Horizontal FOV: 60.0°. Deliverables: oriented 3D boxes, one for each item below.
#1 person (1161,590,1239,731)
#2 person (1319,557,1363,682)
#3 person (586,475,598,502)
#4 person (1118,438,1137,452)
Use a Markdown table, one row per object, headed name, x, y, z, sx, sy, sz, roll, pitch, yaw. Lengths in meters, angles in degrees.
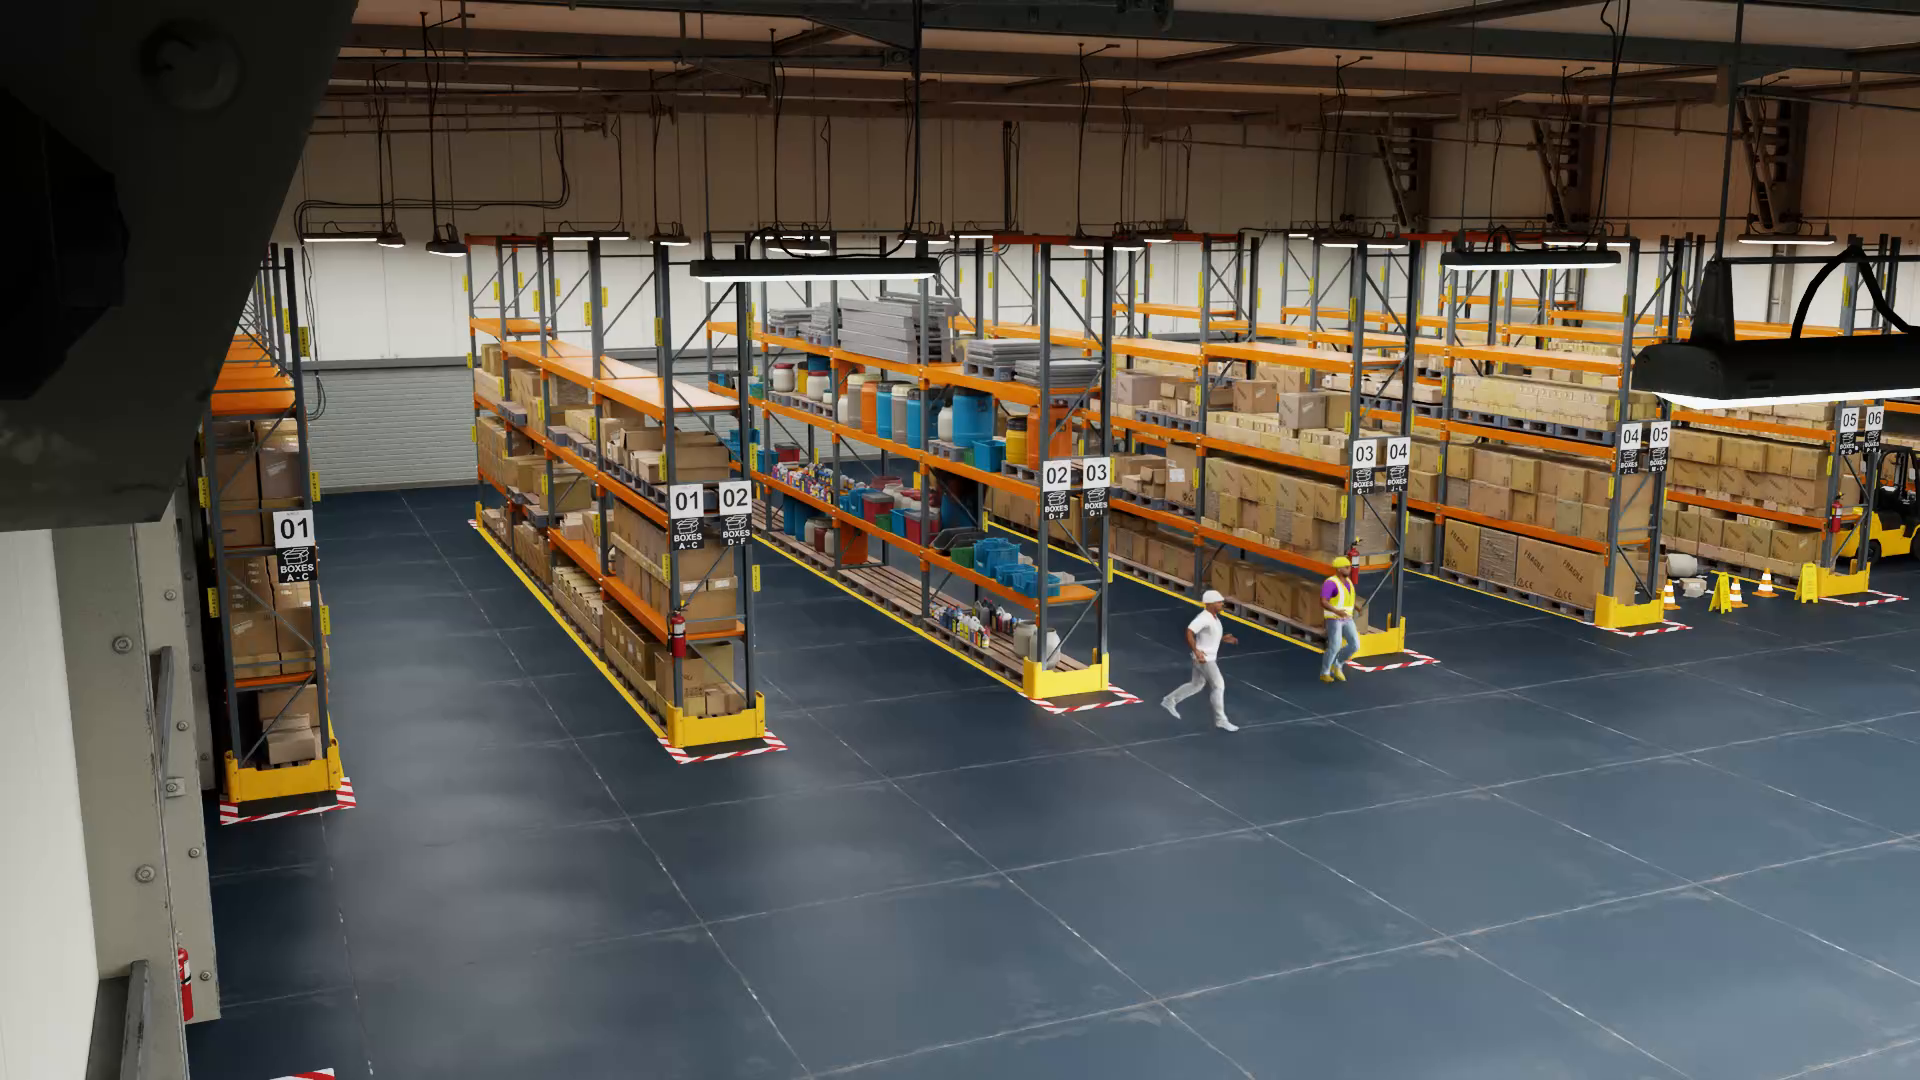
| name | x | y | z | sx | sy | sz | roll | pitch | yaw |
| --- | --- | --- | --- | --- | --- | --- | --- | --- | --- |
| person | 3.036 | 1.488 | 20.831 | 0.962 | 1.768 | 0.659 | 2 | 11 | 10 |
| person | 5.274 | 1.100 | 22.956 | 0.767 | 1.734 | 0.559 | -8 | 13 | -35 |
| person | -7.721 | -1.199 | 35.101 | 0.816 | 1.711 | 0.629 | 10 | 15 | 41 |
| person | 4.249 | -2.561 | 41.790 | 0.601 | 1.716 | 0.674 | 3 | 11 | 15 |
